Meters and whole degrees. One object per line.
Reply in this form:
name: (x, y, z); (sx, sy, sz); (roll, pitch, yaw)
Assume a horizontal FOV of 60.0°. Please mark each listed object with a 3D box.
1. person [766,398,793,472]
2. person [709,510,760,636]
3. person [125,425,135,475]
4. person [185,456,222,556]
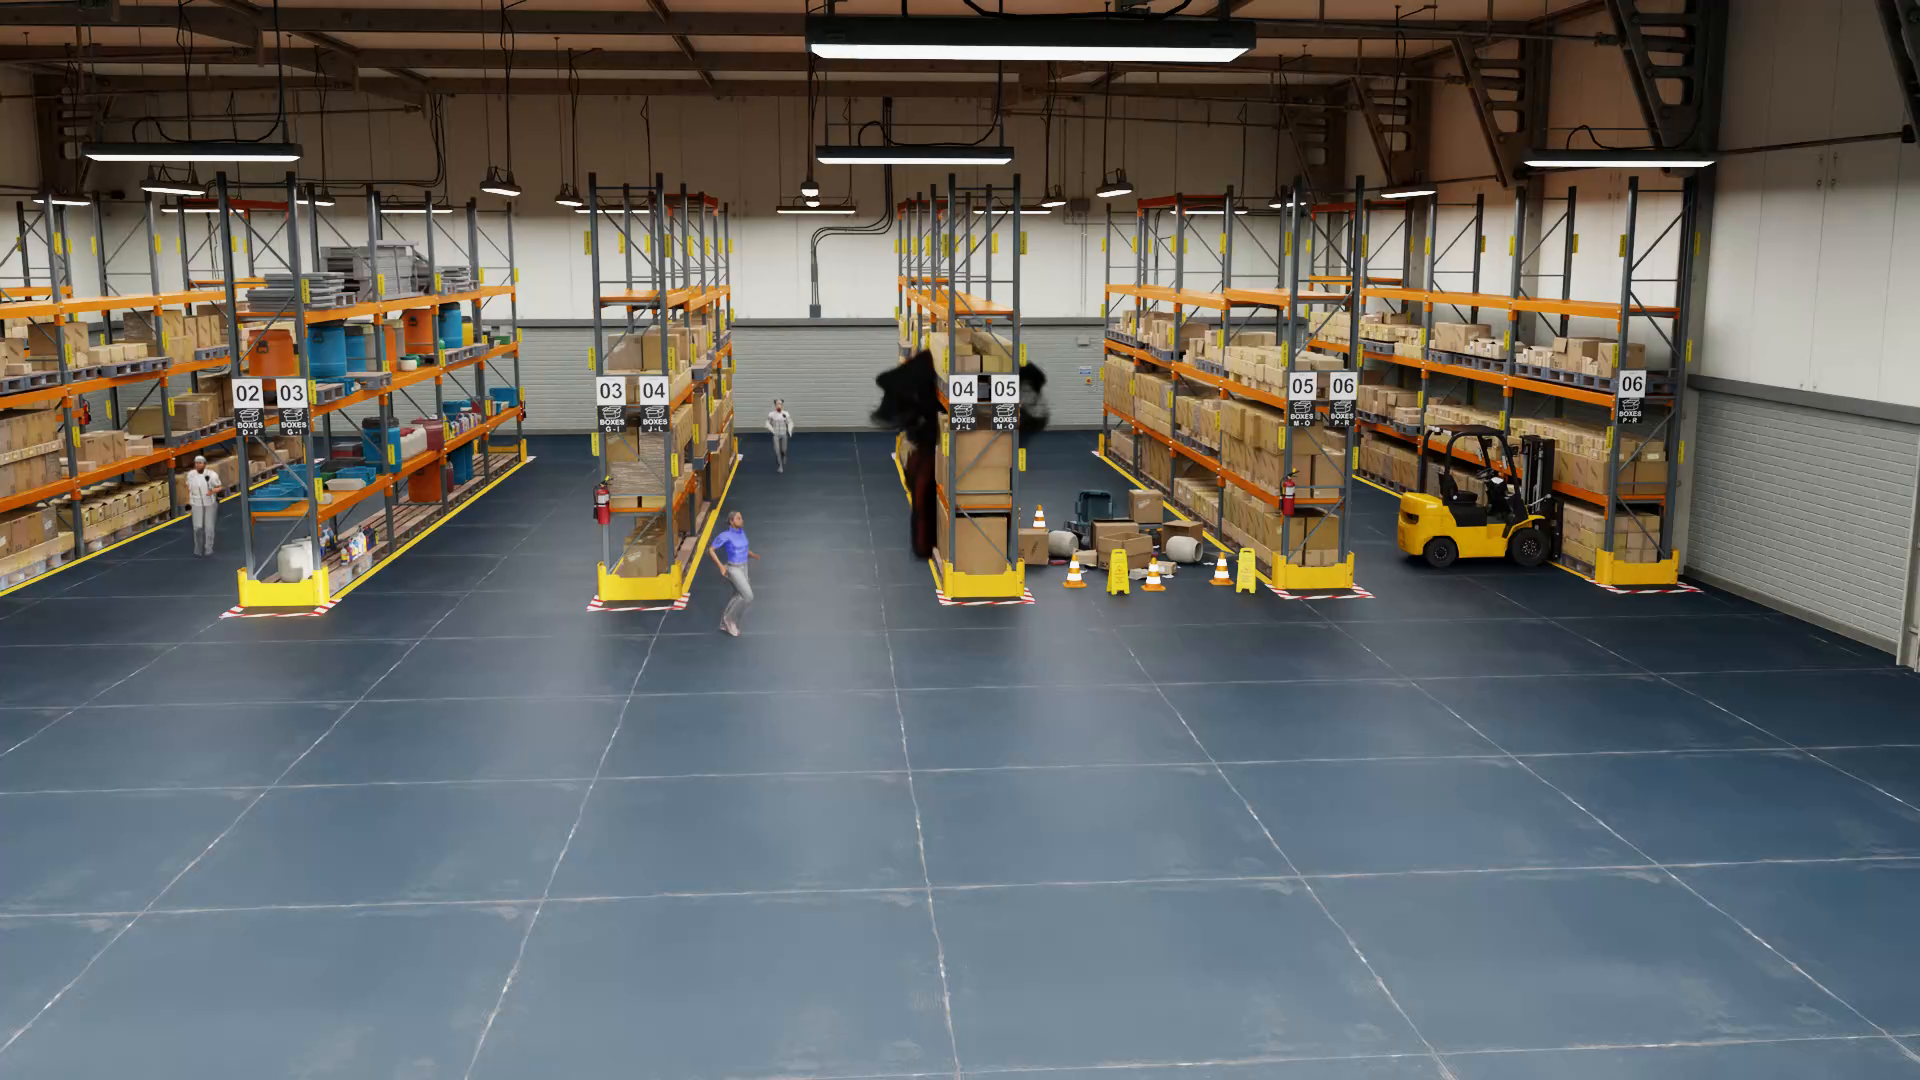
person: (-4.056, -2.363, 37.387); (0.616, 1.659, 0.554); (-1, 10, -8)
person: (-2.872, 0.437, 21.512); (0.655, 1.620, 0.554); (4, 11, 23)
person: (-17.242, -1.869, 34.876); (0.525, 1.562, 0.680); (-1, 10, -8)
person: (-12.329, -0.551, 27.122); (0.581, 1.658, 0.637); (-3, 11, -18)
